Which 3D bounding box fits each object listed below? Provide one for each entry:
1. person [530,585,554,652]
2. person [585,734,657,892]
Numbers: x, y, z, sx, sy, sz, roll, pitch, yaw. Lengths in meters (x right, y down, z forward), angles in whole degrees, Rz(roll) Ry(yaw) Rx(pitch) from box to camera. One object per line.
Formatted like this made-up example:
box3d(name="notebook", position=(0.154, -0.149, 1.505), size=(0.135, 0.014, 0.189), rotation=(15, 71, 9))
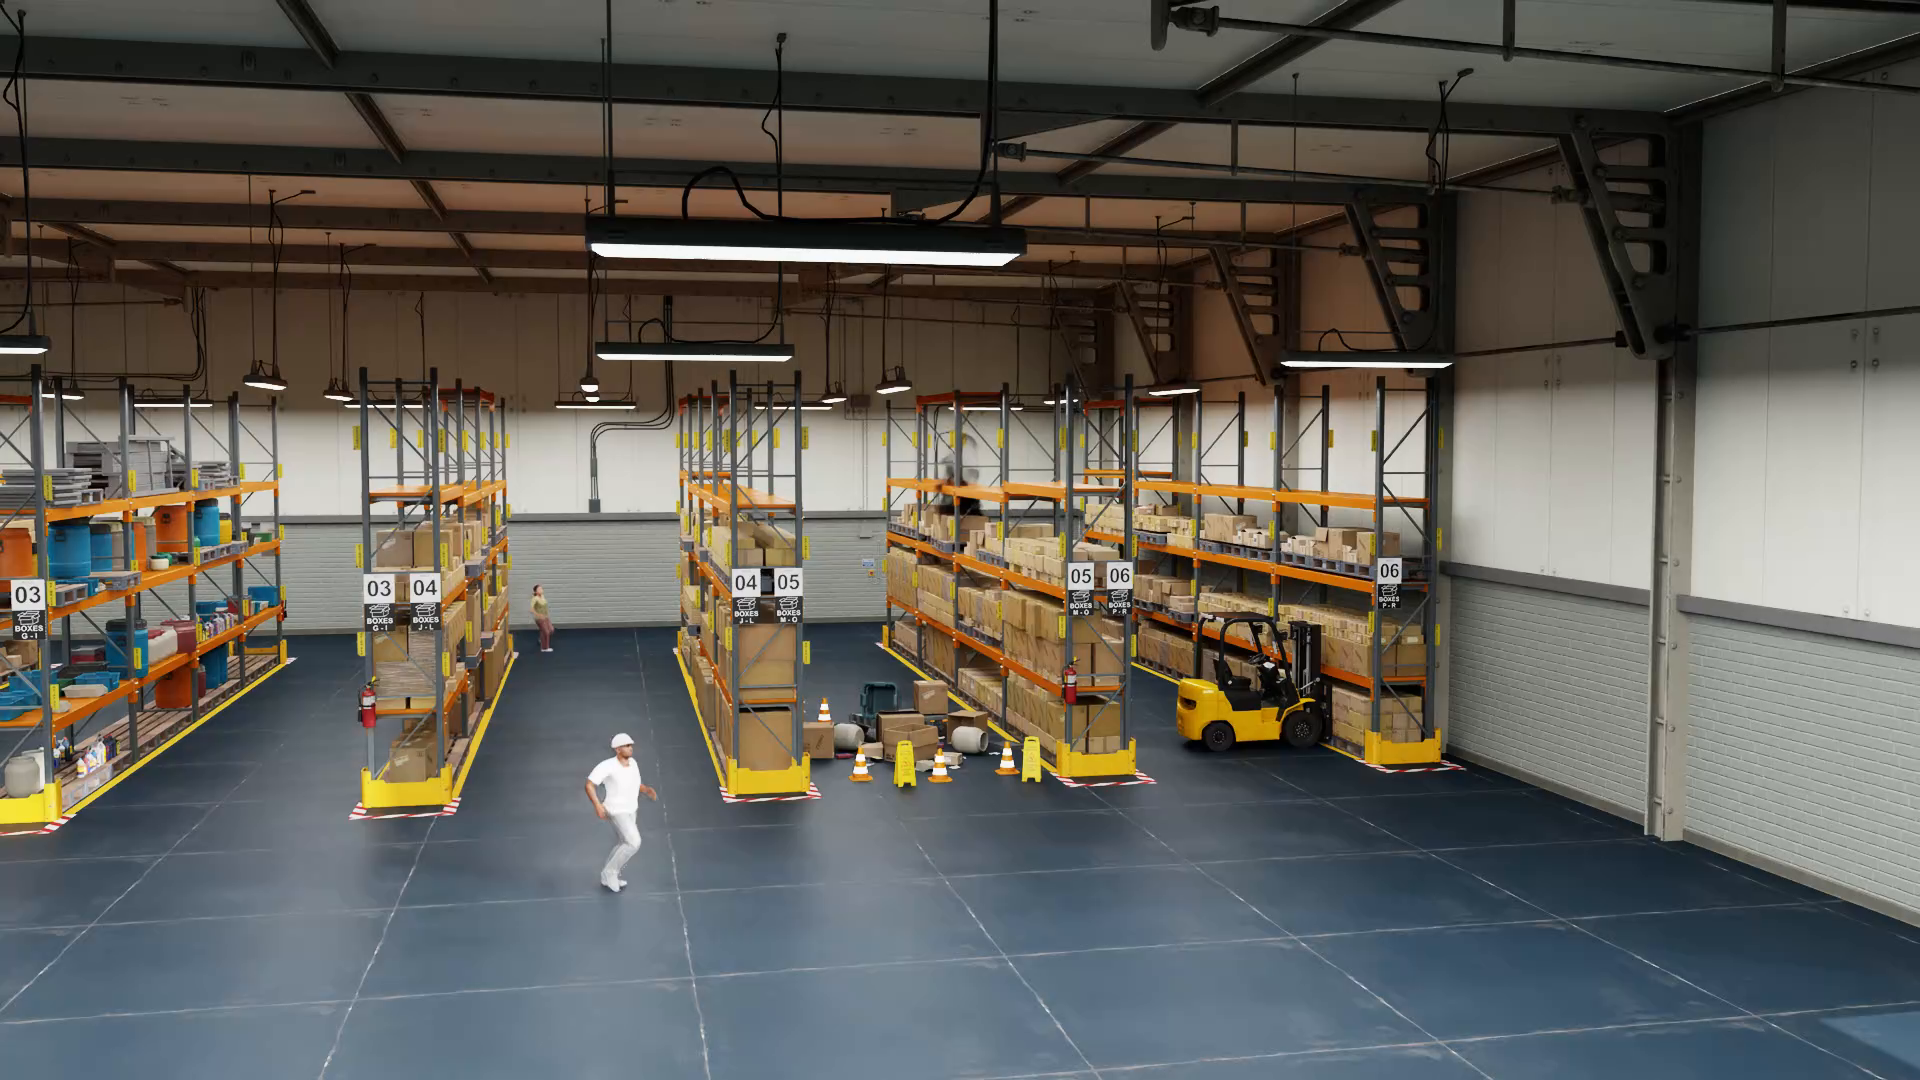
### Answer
box3d(name="person", position=(-9.924, 1.855, 39.341), size=(0.518, 1.608, 0.639), rotation=(2, 4, 29))
box3d(name="person", position=(-3.731, 3.026, 18.523), size=(0.653, 1.748, 0.698), rotation=(1, 4, 22))
